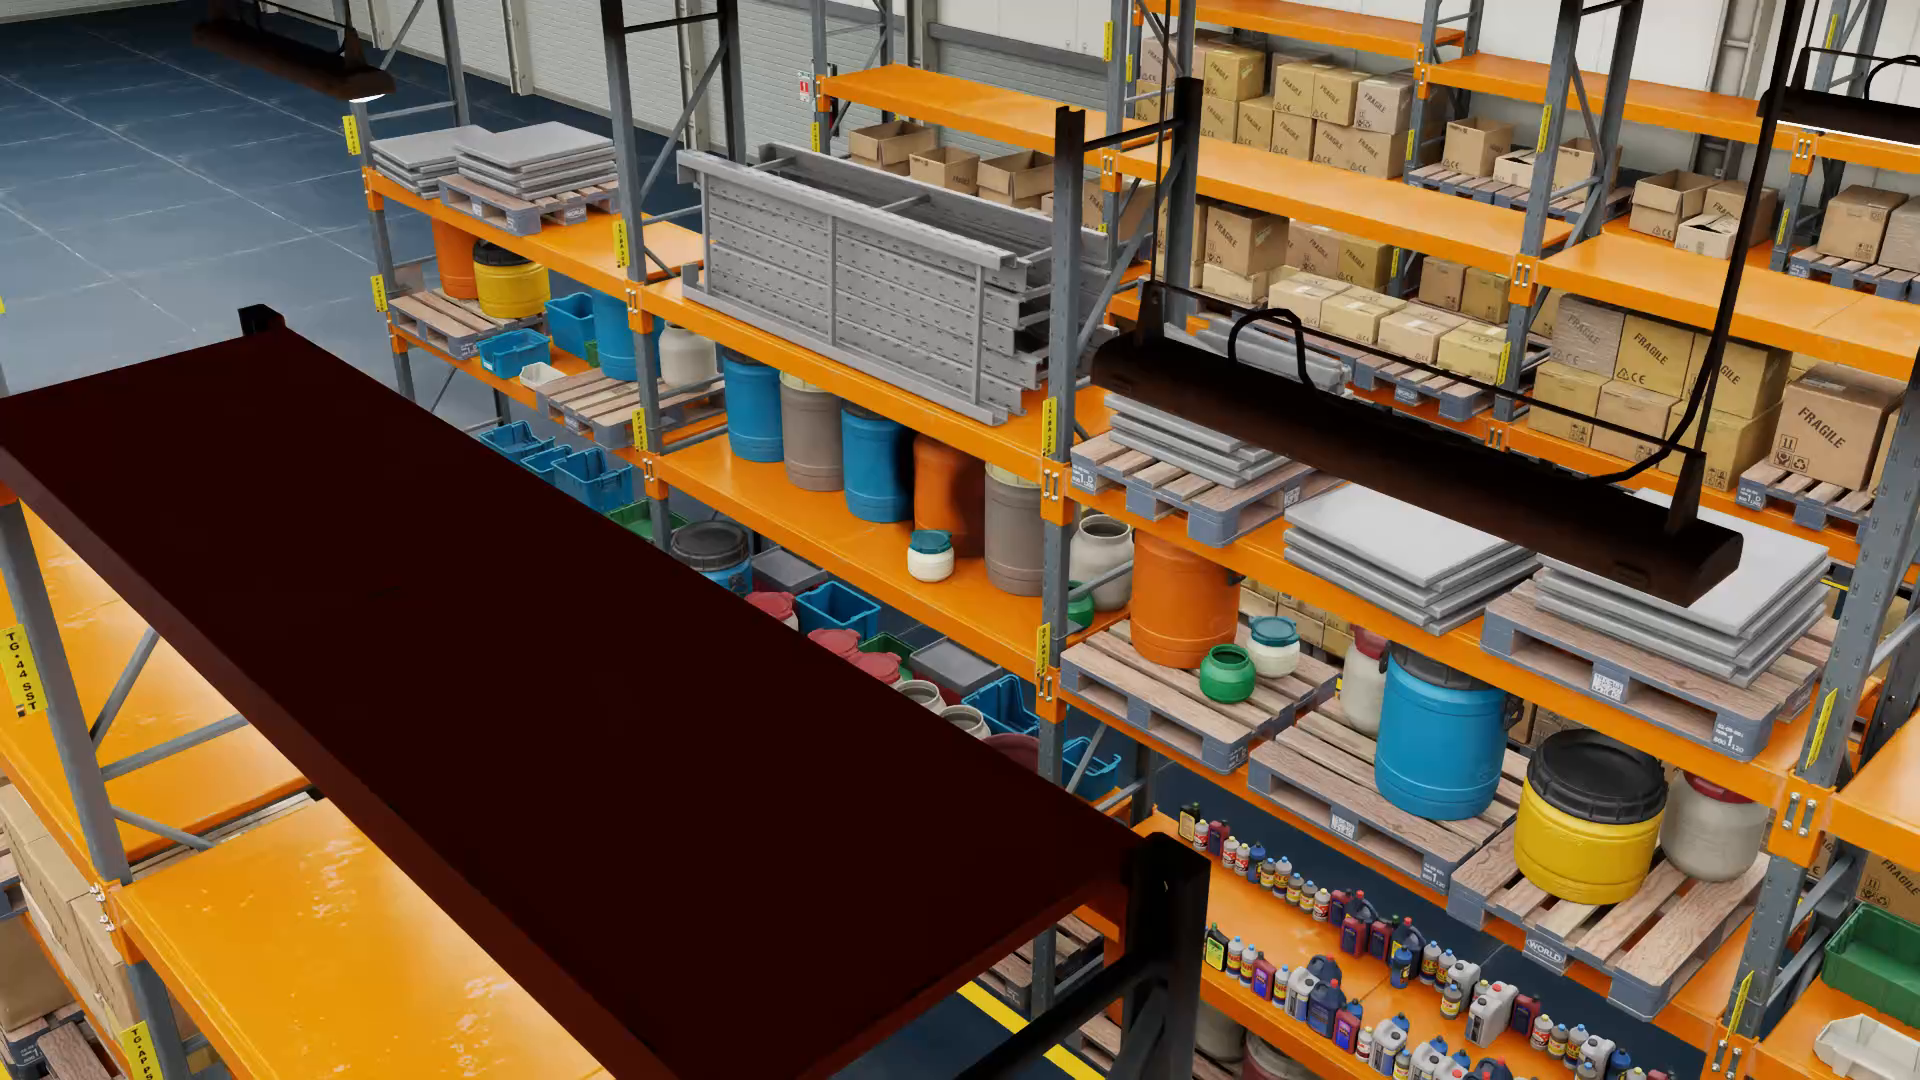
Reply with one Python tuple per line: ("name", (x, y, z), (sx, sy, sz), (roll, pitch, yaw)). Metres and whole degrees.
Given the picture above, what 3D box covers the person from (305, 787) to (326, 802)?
("person", (-5.006, 1.282, 12.612), (0.657, 1.828, 0.401), (17, 33, 29))
